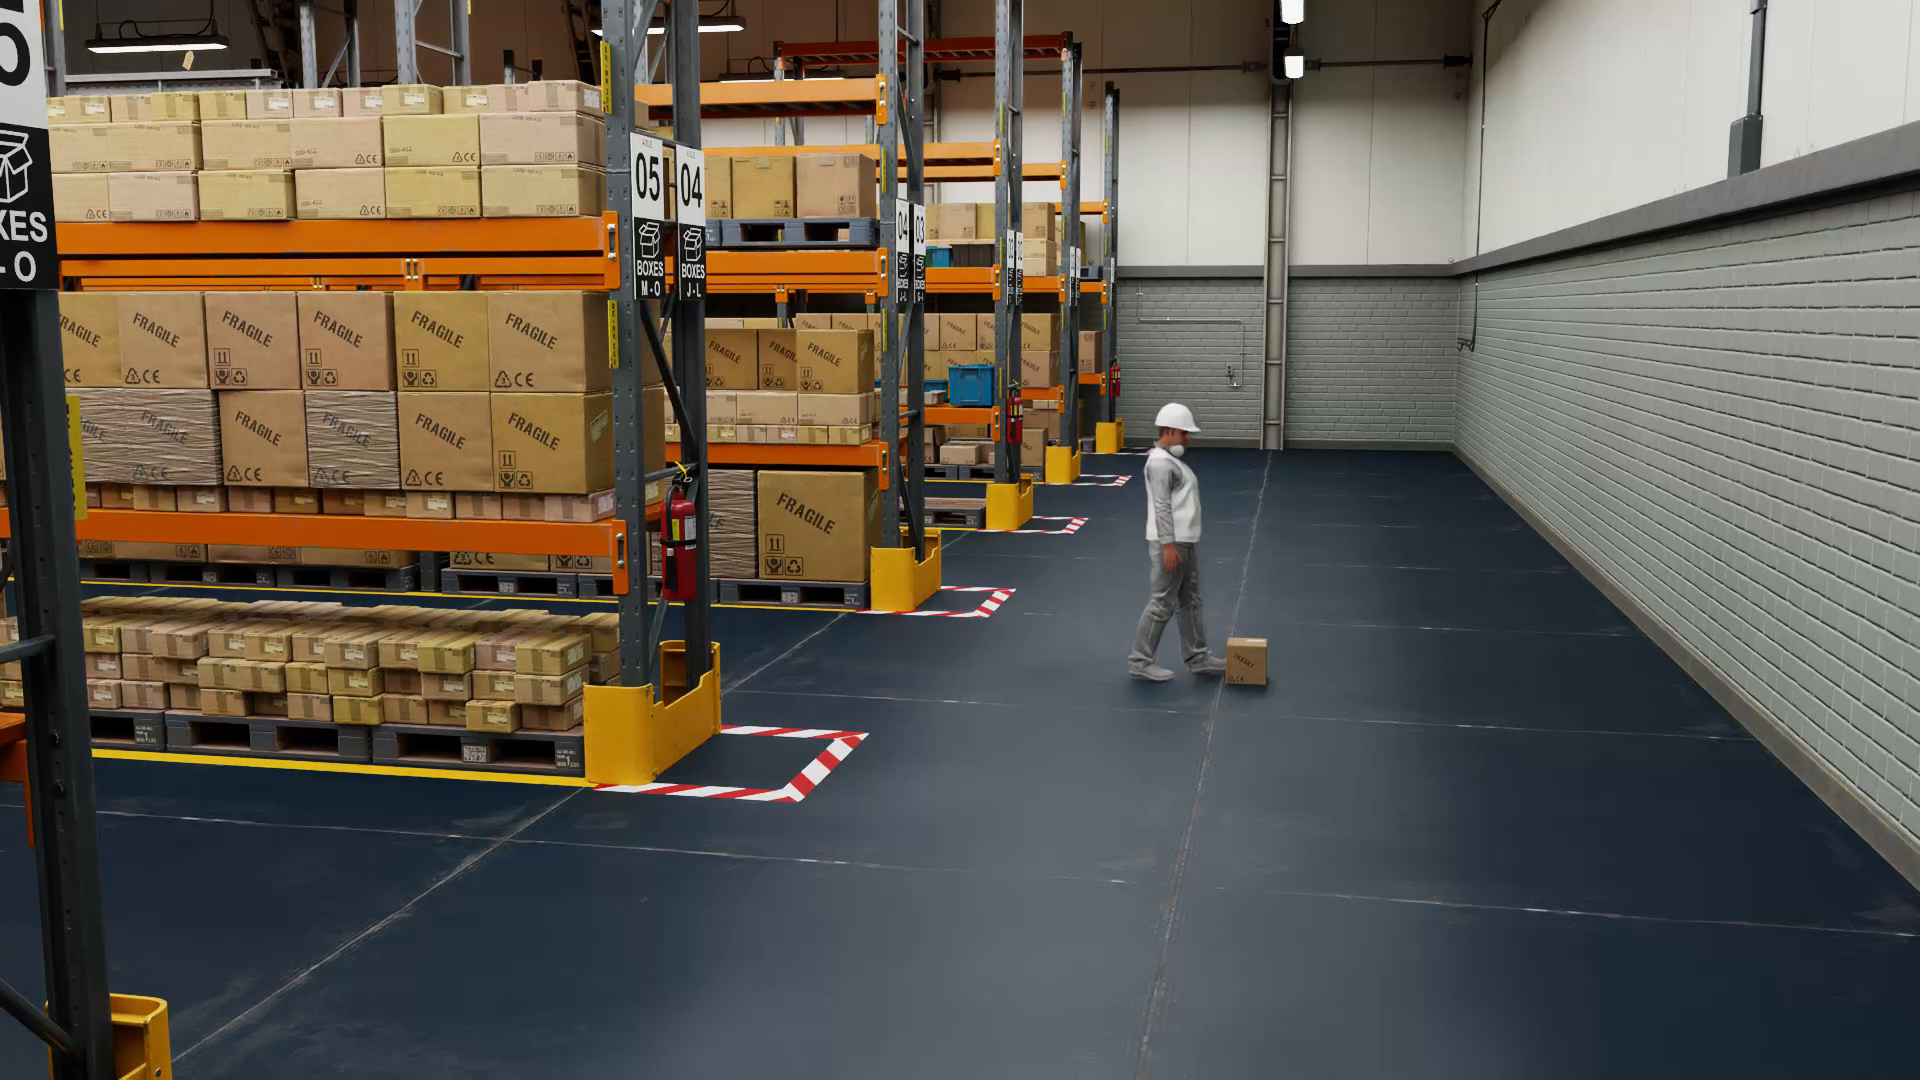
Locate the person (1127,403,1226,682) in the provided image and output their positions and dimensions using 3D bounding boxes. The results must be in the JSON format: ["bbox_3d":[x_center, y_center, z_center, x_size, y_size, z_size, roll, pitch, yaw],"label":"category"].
[{"bbox_3d":[1.427,0.012,10.641,0.684,1.766,0.553,2,8,11],"label":"person"}]
